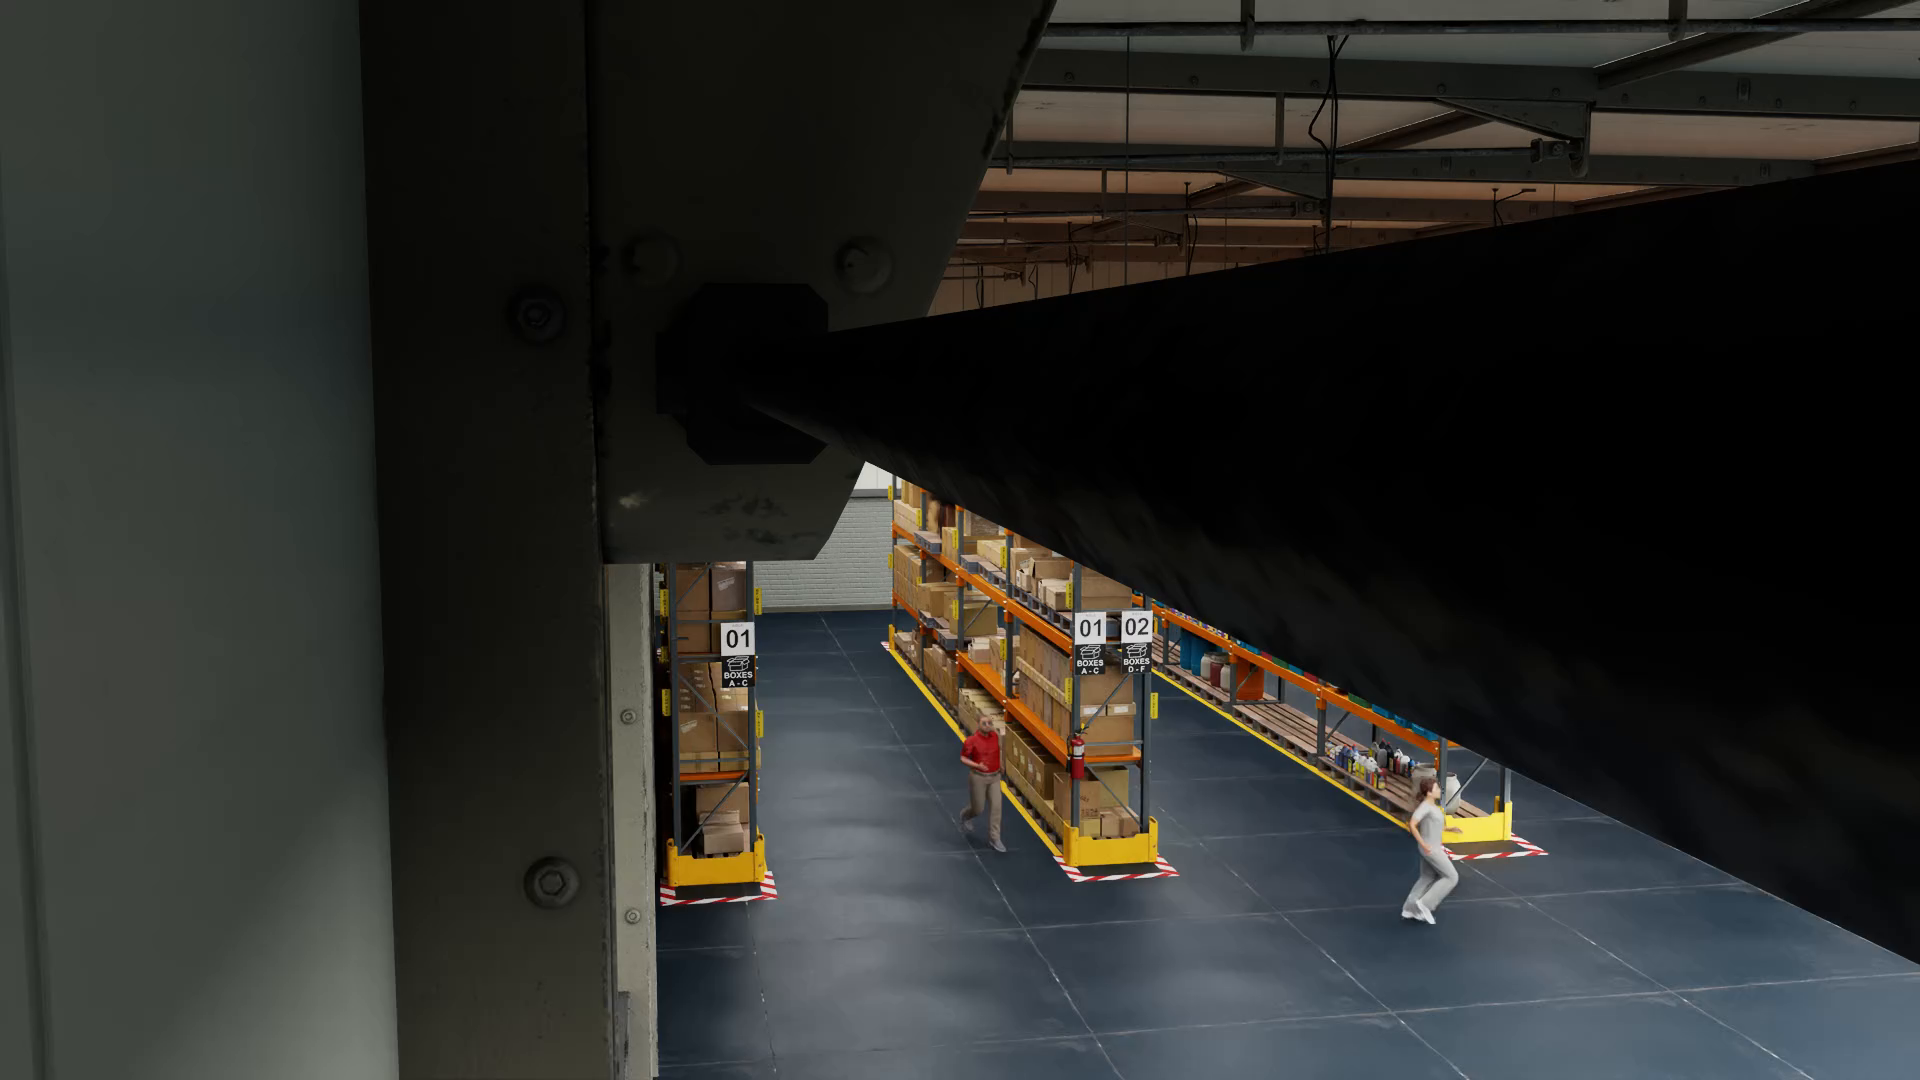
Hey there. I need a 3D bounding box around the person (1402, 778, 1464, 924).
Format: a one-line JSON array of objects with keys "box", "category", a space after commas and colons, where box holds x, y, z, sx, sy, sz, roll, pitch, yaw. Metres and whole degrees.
[{"box": [5.308, 3.486, 18.659, 0.643, 1.634, 0.546, 2, 6, 16], "category": "person"}]

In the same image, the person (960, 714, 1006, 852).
[{"box": [0.311, 3.129, 21.705, 0.664, 1.725, 0.954, -3, 7, -28], "category": "person"}]
